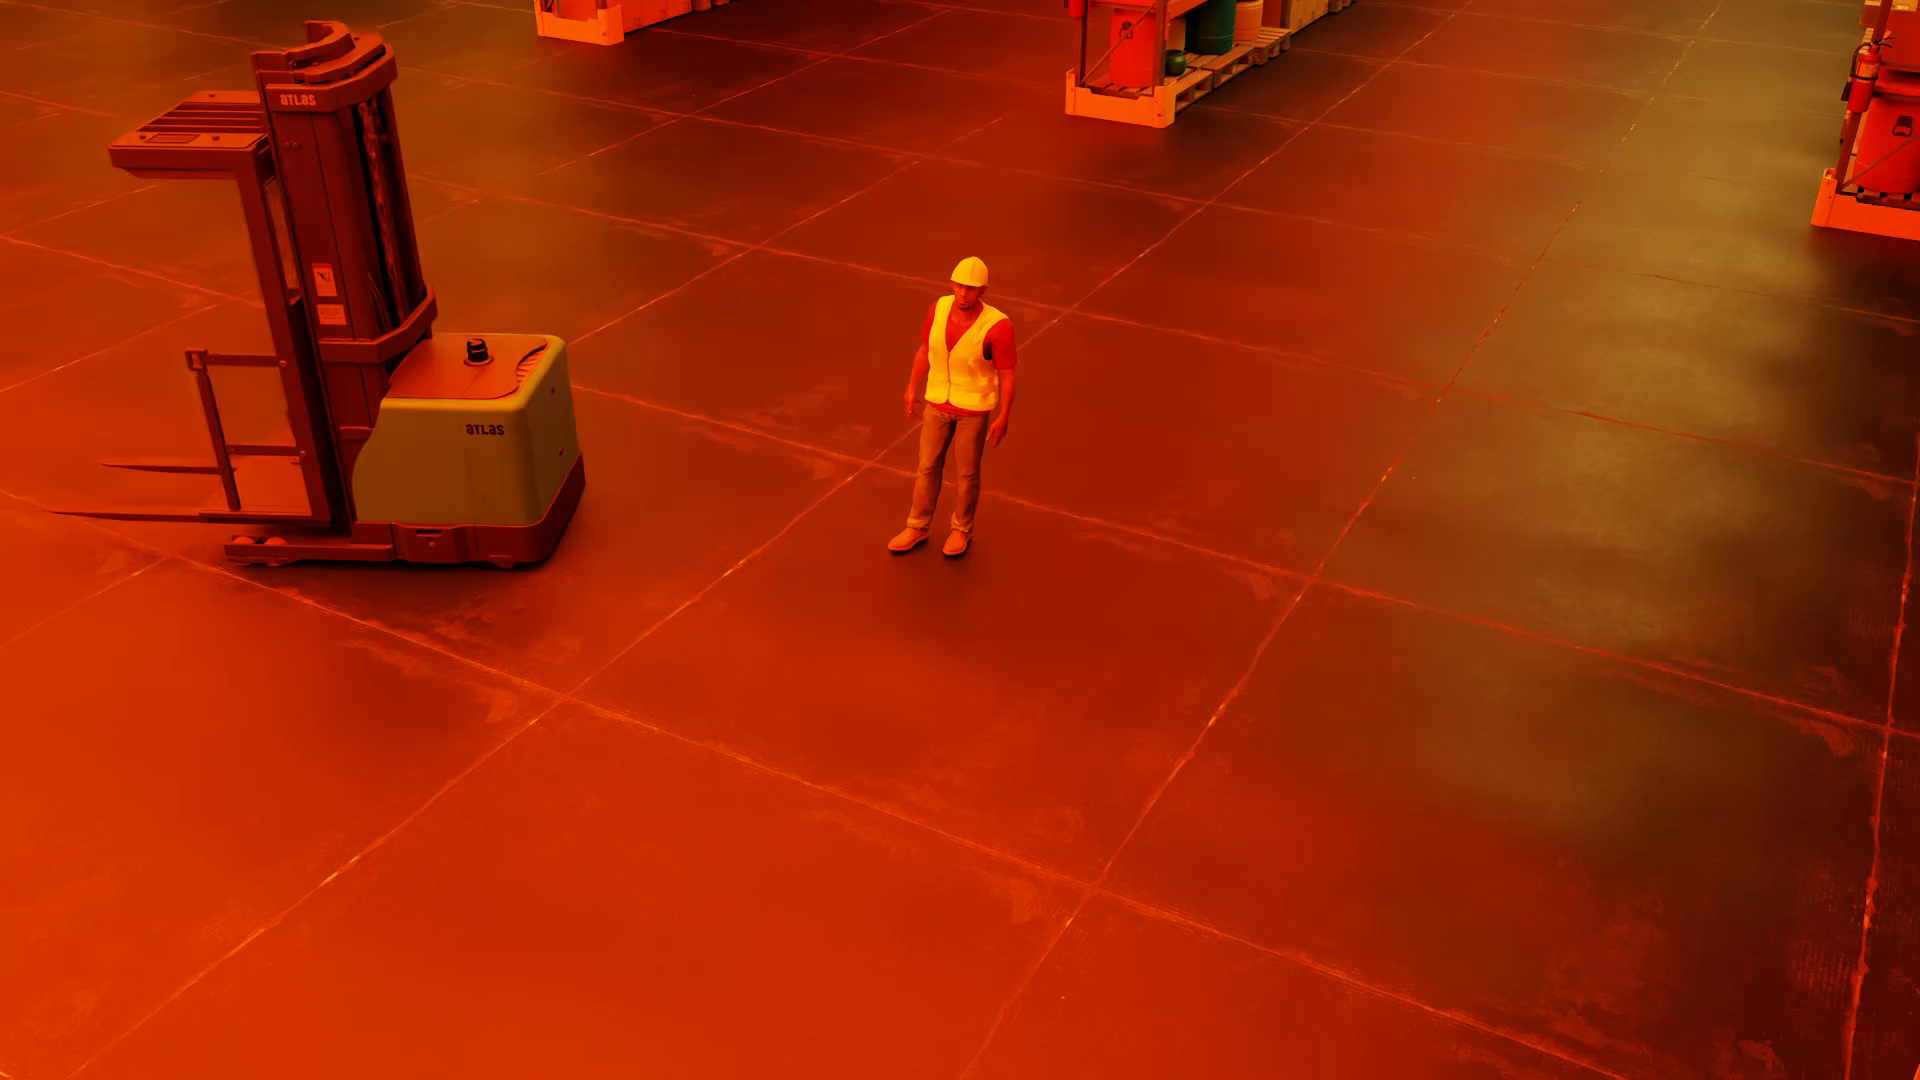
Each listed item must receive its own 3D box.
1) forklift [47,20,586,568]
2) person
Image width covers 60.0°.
[{"bbox_3d":[-3.887,-1.376,9.455,3.031,2.935,1.130,2,30,3],"label":"forklift"},{"bbox_3d":[-0.039,-0.742,9.507,0.665,1.768,0.575,15,33,25],"label":"person"}]
